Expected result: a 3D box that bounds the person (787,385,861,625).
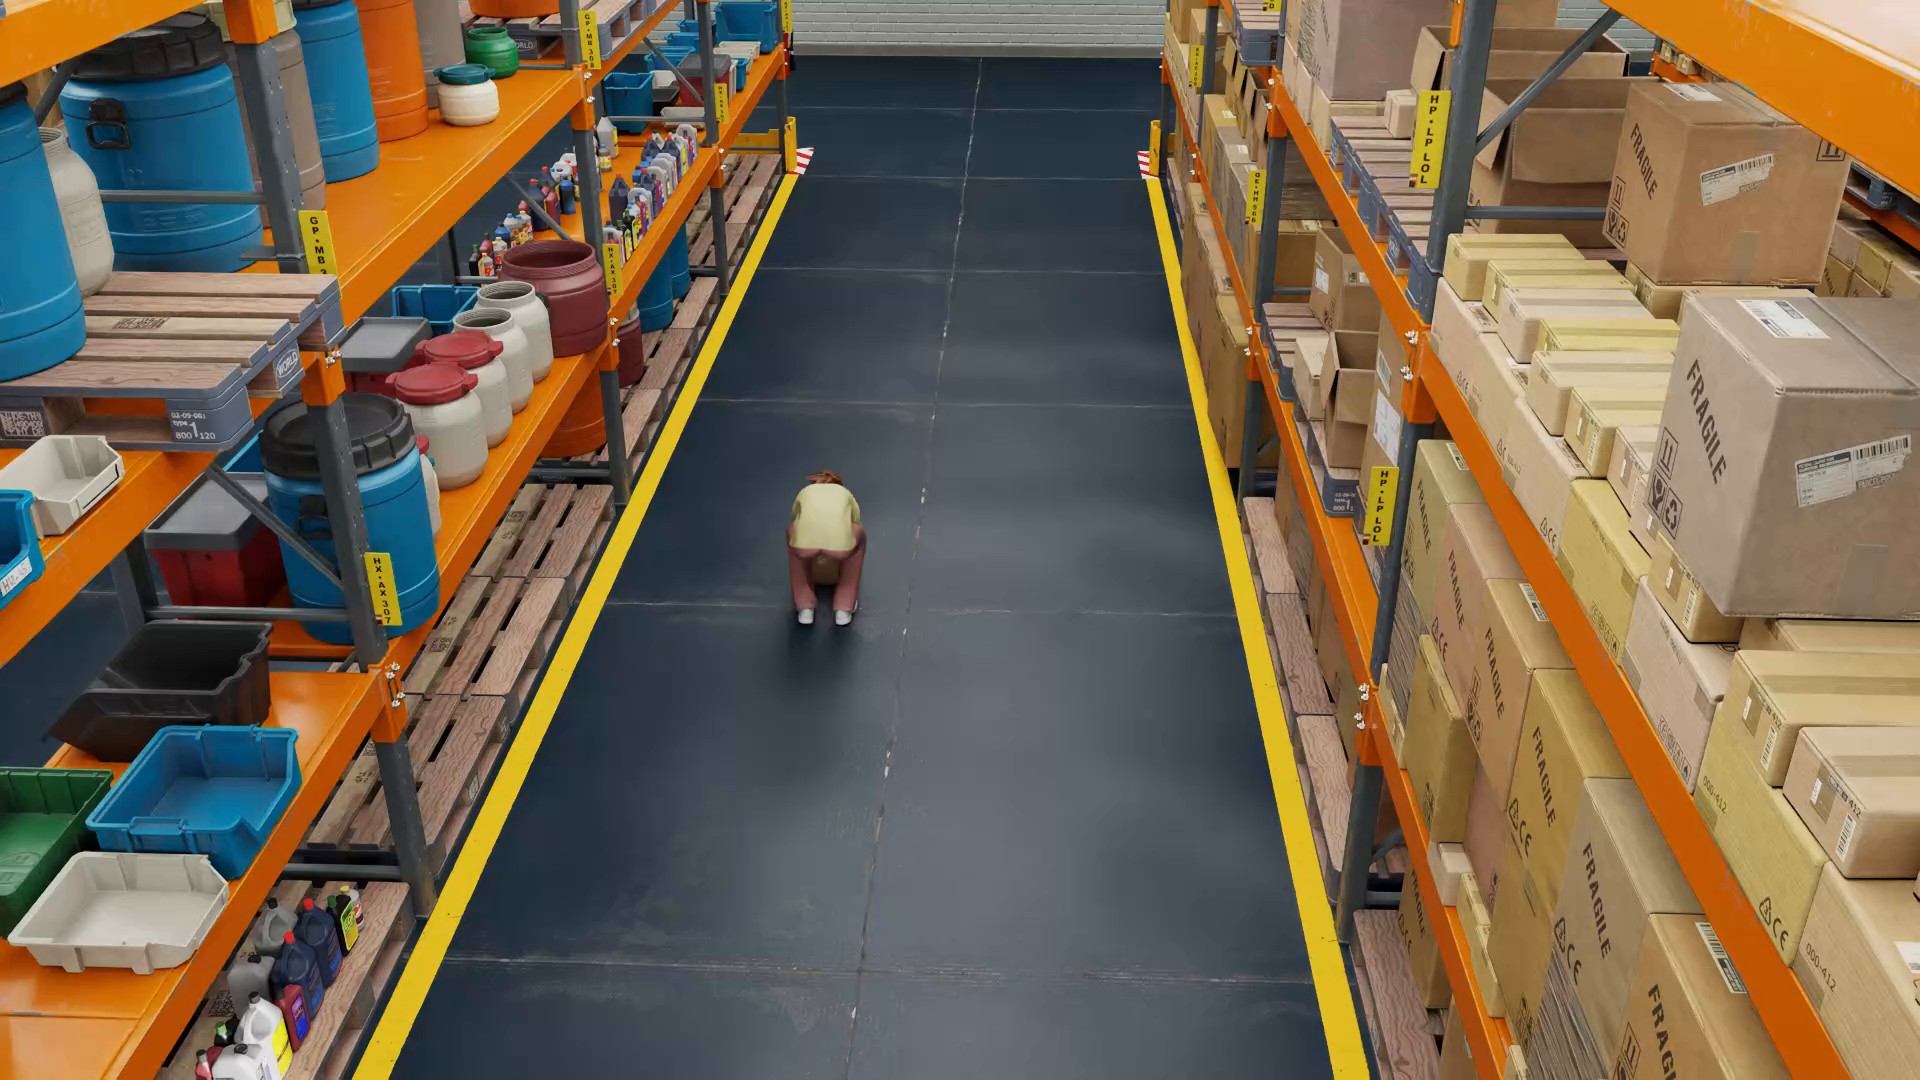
[{"bbox_3d":[-0.770,-0.205,9.519,0.417,1.198,0.851,0,28,0],"label":"person"}]
